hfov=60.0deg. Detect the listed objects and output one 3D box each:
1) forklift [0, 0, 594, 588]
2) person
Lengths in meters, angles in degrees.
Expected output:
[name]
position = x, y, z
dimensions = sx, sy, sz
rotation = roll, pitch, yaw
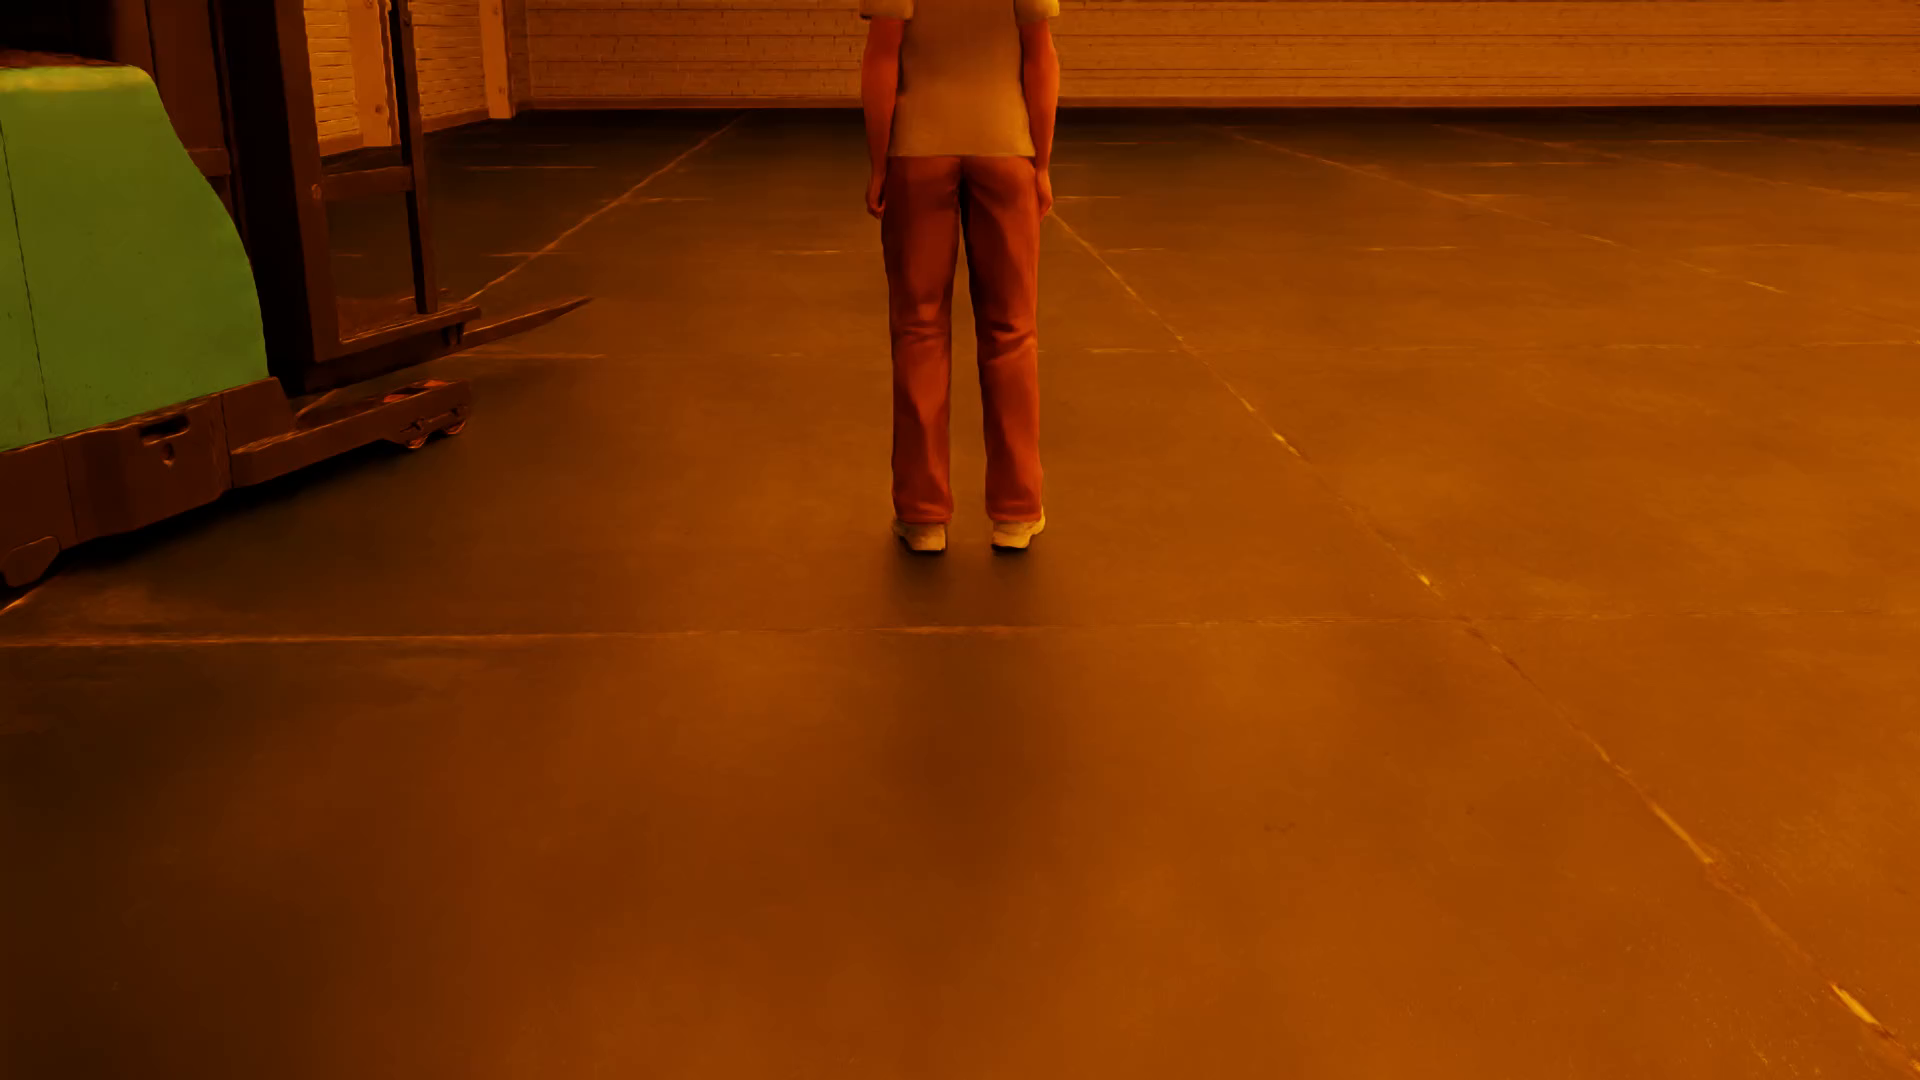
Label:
[forklift]
position = -2.097, -1.684, 4.412
dimensions = 1.130, 2.935, 3.031
rotation = 5, 18, 16
[person]
position = -0.003, -0.802, 3.682
dimensions = 0.429, 1.673, 0.365
rotation = -1, 17, -3
